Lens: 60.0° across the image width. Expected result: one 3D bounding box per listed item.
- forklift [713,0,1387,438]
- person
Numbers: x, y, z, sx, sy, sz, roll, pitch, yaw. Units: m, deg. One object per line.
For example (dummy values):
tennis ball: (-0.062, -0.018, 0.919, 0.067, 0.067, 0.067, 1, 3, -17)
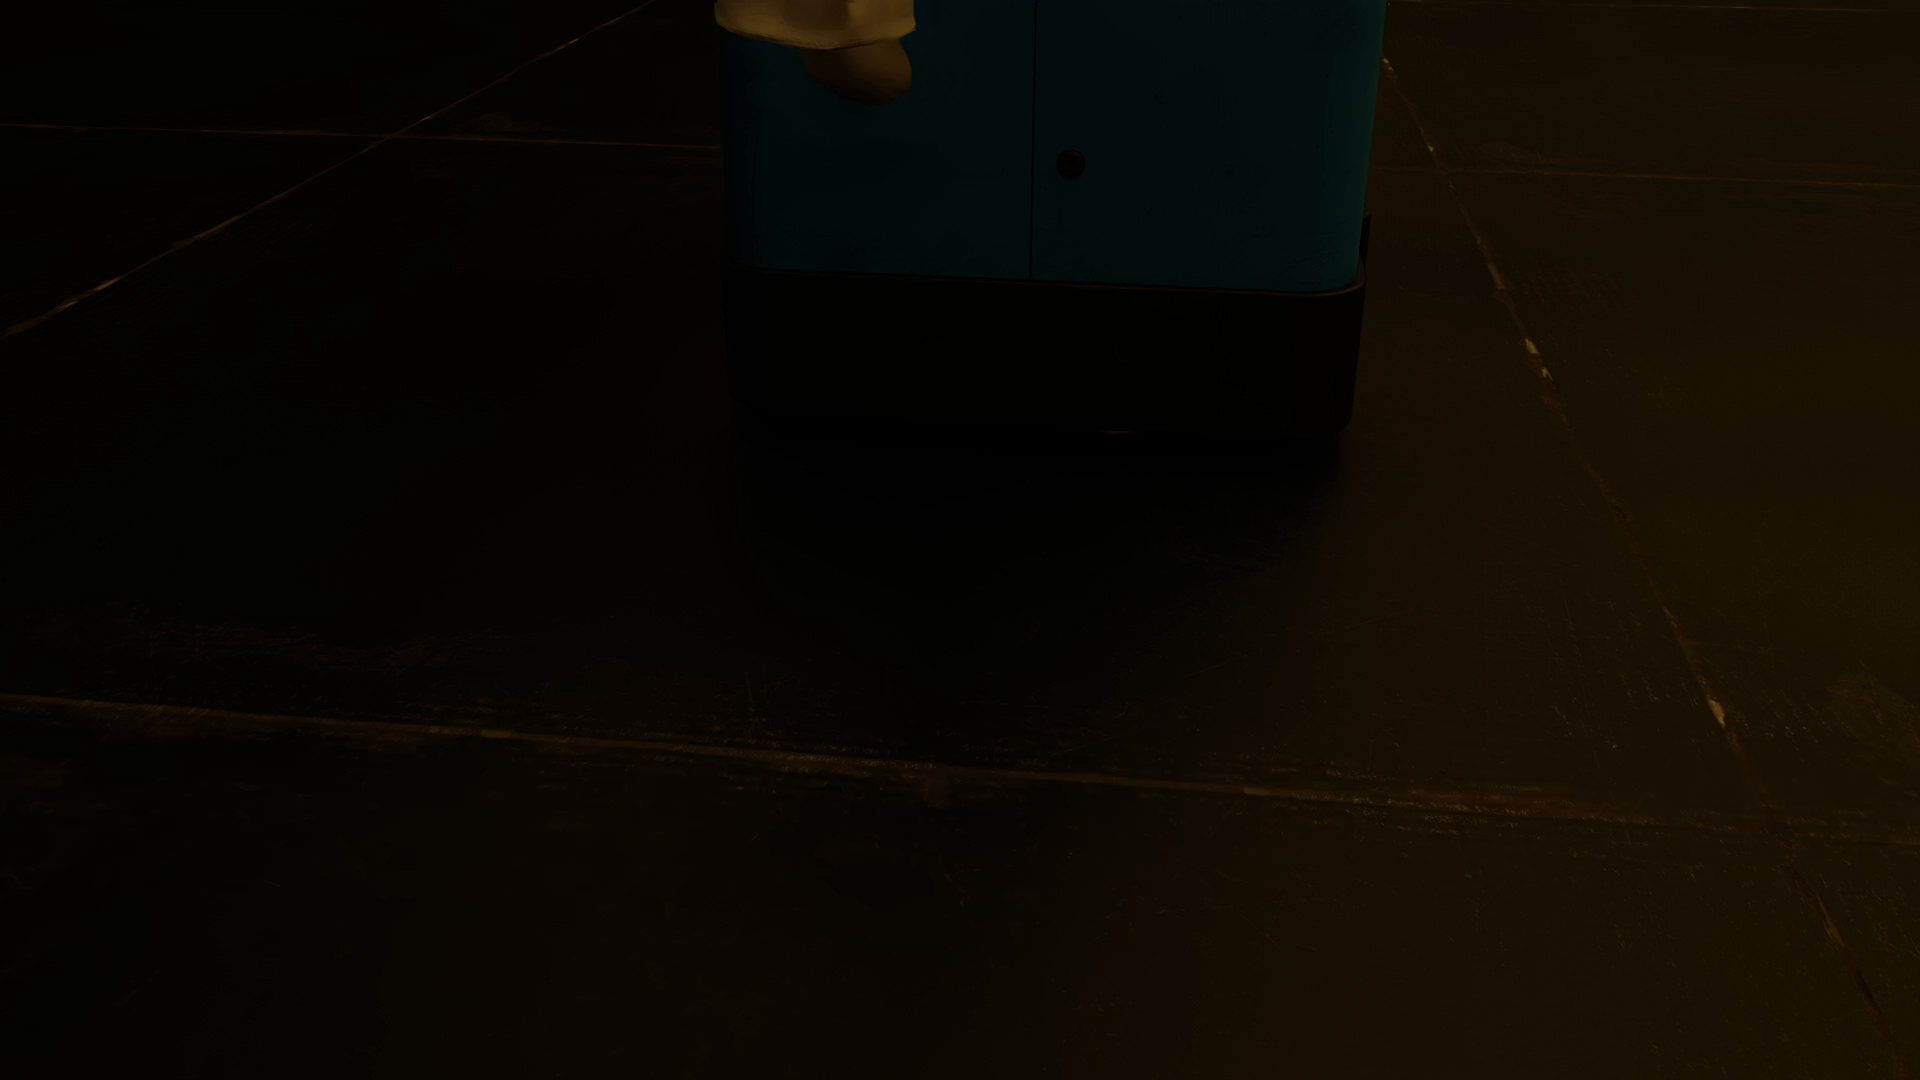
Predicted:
forklift: (0.319, -2.105, 3.436, 1.130, 2.935, 3.031, 4, 27, 7)
person: (-0.062, -0.926, 2.705, 0.857, 1.463, 0.711, 13, 29, 24)
